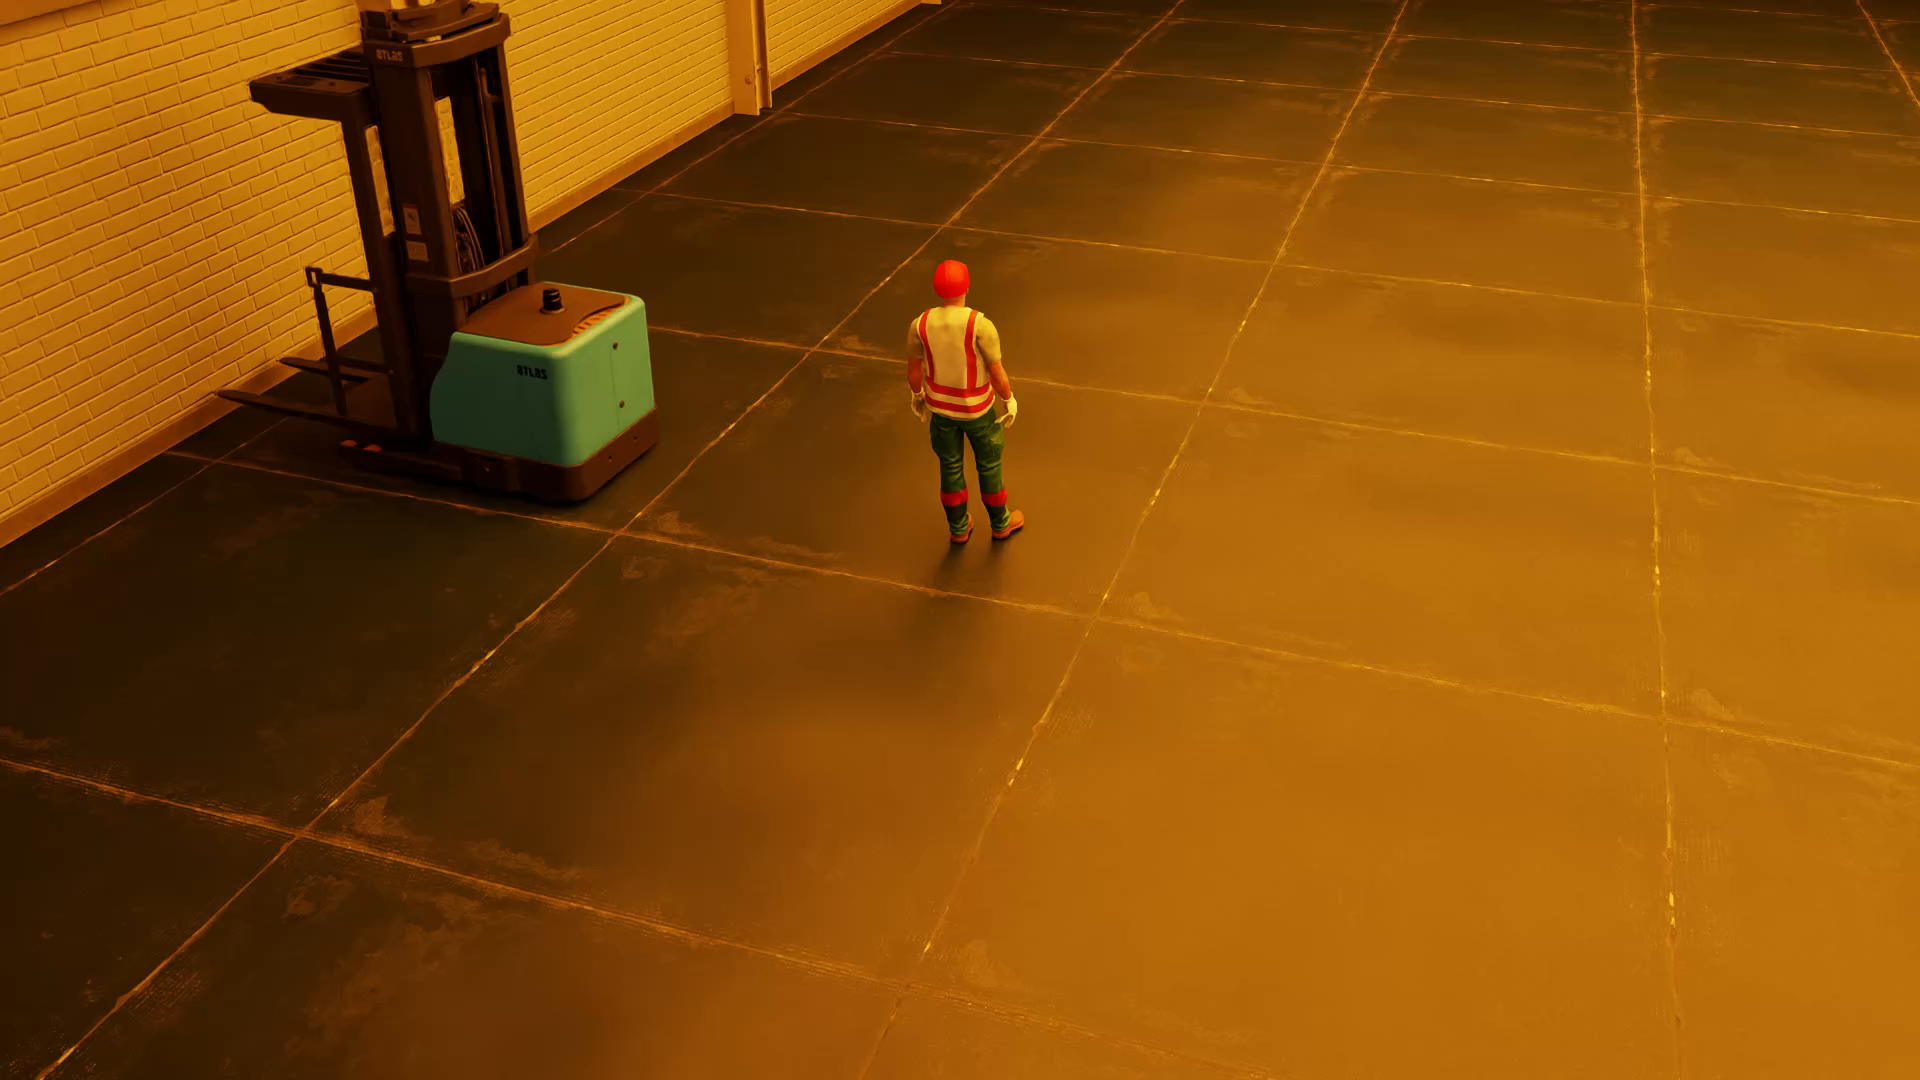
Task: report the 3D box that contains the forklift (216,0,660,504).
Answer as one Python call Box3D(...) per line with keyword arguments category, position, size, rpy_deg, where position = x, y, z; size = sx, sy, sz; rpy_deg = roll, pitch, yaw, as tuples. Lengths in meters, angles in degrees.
Box3D(category="forklift", position=(-3.578, -1.958, 10.571), size=(3.031, 2.935, 1.130), rpy_deg=(11, 32, 19))

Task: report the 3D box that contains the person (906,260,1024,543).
Box3D(category="person", position=(0.036, -0.819, 9.713), size=(0.638, 1.789, 0.562), rpy_deg=(10, 31, 16))
